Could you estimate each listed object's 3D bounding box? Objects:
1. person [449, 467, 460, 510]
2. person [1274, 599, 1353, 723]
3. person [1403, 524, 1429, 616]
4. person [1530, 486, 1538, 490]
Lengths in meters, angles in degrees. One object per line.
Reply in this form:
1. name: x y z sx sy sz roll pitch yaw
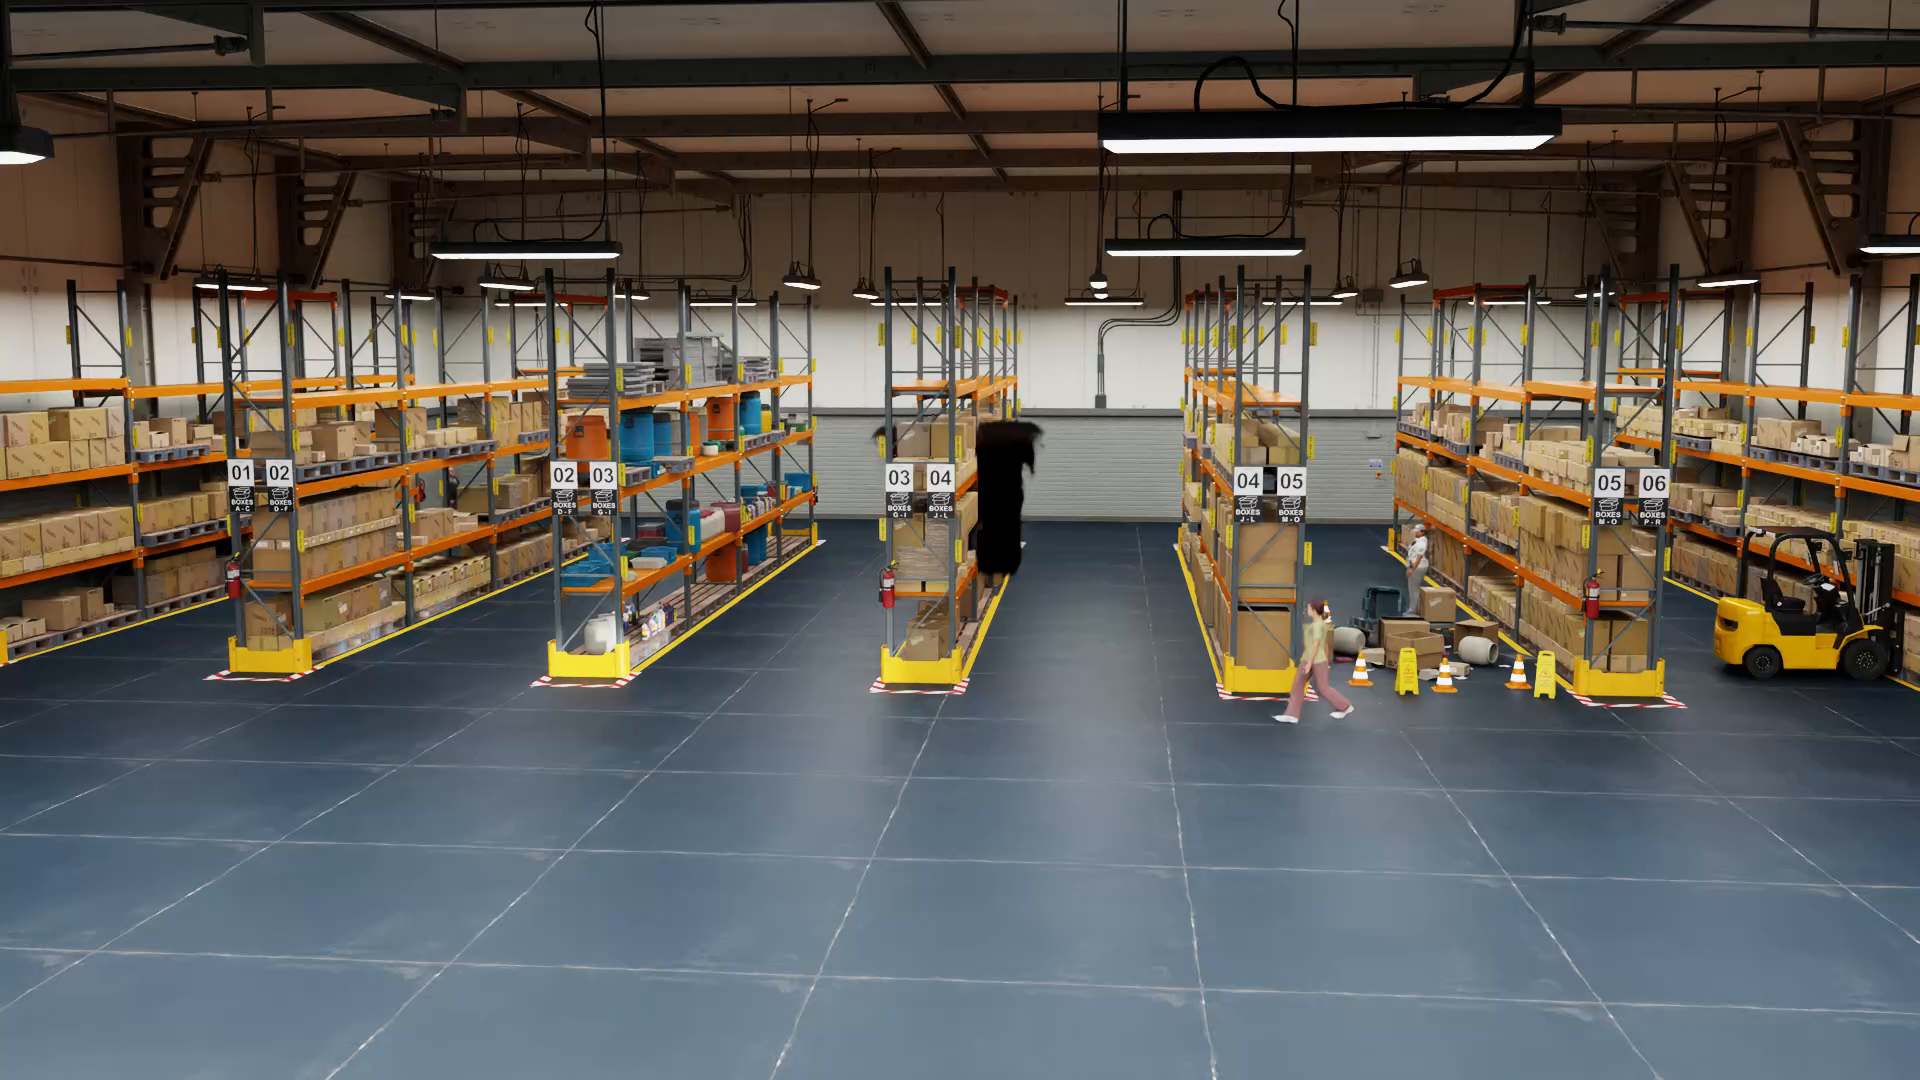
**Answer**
1. person: -12.877 -1.005 42.351 0.462 1.715 0.552 1 7 11
2. person: 4.629 1.575 21.583 0.983 1.639 0.430 -2 7 -15
3. person: 8.230 0.554 30.007 0.438 1.701 0.558 4 8 31
4. person: 13.009 -0.462 37.792 0.445 1.784 0.633 0 7 4
